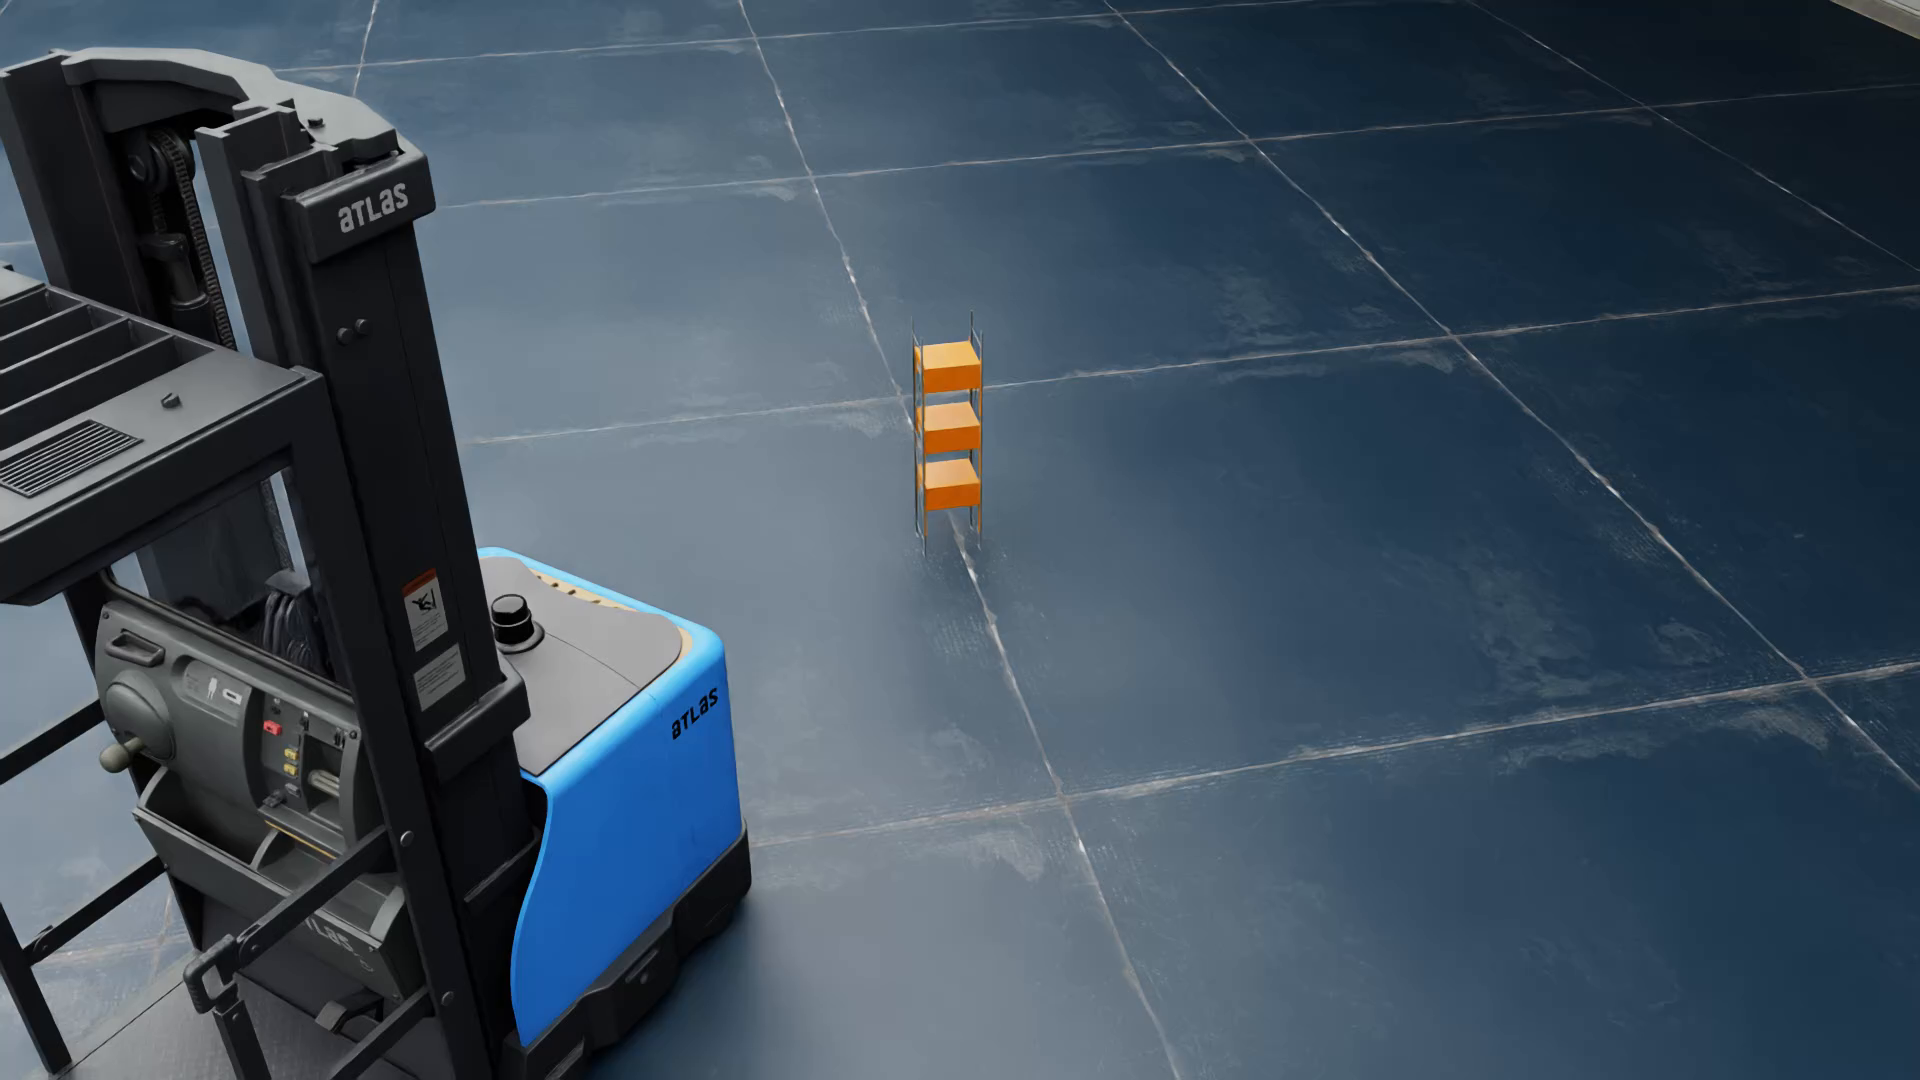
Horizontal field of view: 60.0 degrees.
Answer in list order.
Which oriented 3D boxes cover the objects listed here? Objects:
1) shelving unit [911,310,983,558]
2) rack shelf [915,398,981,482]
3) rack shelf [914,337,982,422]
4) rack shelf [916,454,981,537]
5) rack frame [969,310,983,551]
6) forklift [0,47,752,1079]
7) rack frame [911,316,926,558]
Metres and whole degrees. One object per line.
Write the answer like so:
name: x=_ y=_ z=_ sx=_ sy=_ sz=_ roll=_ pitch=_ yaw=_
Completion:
shelving unit: x=-0.052 y=-0.429 z=6.948 sx=0.252 sy=1.050 sz=0.215 roll=-7 pitch=35 yaw=-11
rack shelf: x=-0.052 y=-0.421 z=6.954 sx=0.240 sy=0.259 sz=0.215 roll=-7 pitch=35 yaw=-11
rack shelf: x=-0.052 y=-0.656 z=6.795 sx=0.240 sy=0.259 sz=0.215 roll=-7 pitch=35 yaw=-11
rack shelf: x=-0.052 y=-0.190 z=7.108 sx=0.240 sy=0.259 sz=0.215 roll=-7 pitch=35 yaw=-11
rack frame: x=0.067 y=-0.444 z=6.970 sx=0.008 sy=1.050 sz=0.200 roll=-7 pitch=35 yaw=-11
forklift: x=-1.873 y=0.516 z=3.851 sx=1.130 sy=2.935 sz=3.031 roll=19 pitch=38 yaw=25
rack frame: x=-0.171 y=-0.414 z=6.925 sx=0.008 sy=1.050 sz=0.200 roll=-7 pitch=35 yaw=-11
